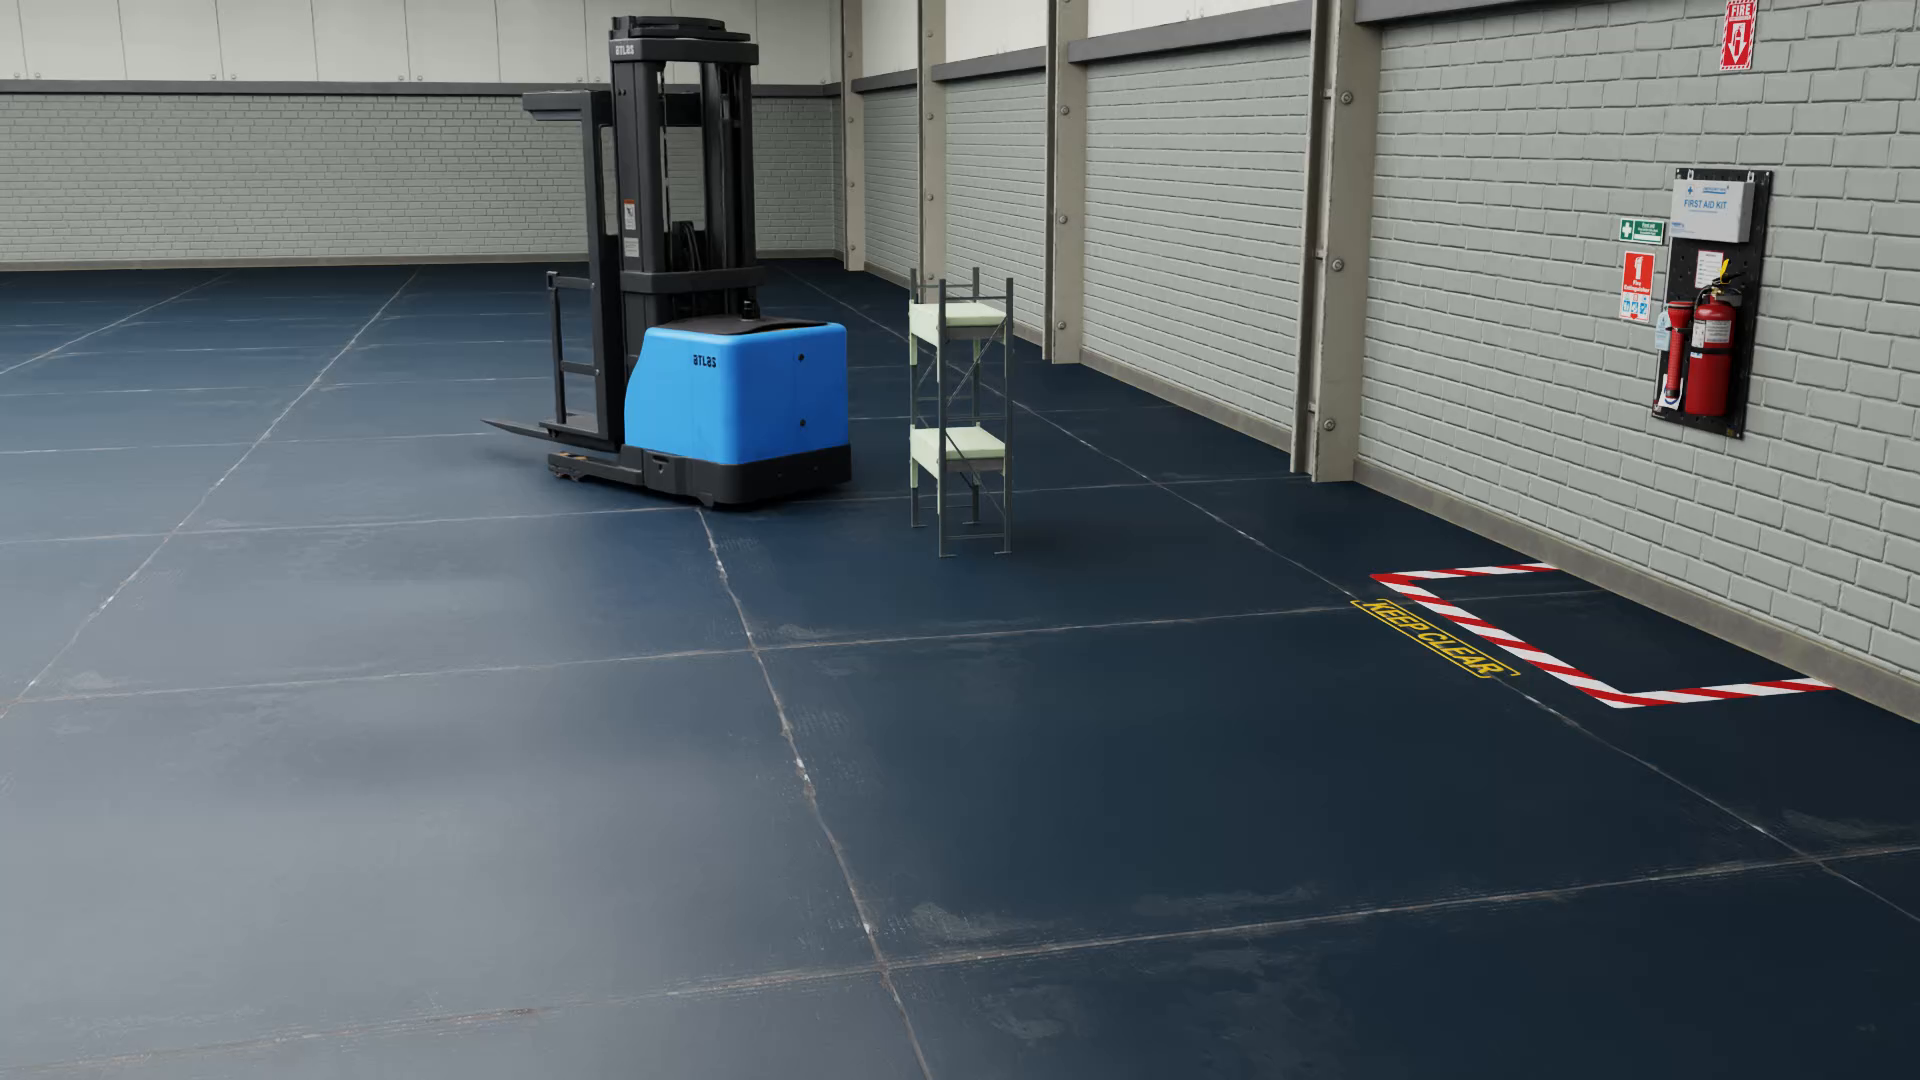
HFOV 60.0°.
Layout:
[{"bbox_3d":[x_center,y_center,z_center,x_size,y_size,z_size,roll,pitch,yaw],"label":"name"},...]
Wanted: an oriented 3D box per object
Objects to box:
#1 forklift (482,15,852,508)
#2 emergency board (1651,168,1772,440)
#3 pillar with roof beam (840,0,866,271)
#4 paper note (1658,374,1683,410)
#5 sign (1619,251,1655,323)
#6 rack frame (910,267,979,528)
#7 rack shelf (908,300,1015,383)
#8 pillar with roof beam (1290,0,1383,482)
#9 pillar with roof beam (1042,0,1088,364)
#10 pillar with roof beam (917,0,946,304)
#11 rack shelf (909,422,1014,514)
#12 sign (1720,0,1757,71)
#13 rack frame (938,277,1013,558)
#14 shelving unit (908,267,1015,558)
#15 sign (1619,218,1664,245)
[{"bbox_3d":[-2.126,-1.894,11.003,3.031,2.935,1.130,12,18,41],"label":"forklift"},{"bbox_3d":[3.314,-1.080,7.527,0.194,1.169,0.643,-3,14,-13],"label":"emergency board"},{"bbox_3d":[-5.964,-8.719,26.153,9.100,9.000,0.400,-3,14,-13],"label":"pillar with roof beam"},{"bbox_3d":[3.339,-0.697,7.815,0.016,0.148,0.142,-3,14,-13],"label":"paper note"},{"bbox_3d":[3.284,-1.231,8.069,0.001,0.329,0.234,-3,14,-13],"label":"sign"},{"bbox_3d":[-0.088,-0.815,9.601,0.400,1.500,0.023,-3,14,-13],"label":"rack frame"},{"bbox_3d":[-0.002,-1.109,9.163,0.431,0.370,0.720,-3,14,-13],"label":"rack shelf"},{"bbox_3d":[-1.737,-4.566,9.157,9.100,9.000,0.400,-3,14,-13],"label":"pillar with roof beam"},{"bbox_3d":[-3.146,-5.950,14.822,9.100,9.000,0.400,-3,14,-13],"label":"pillar with roof beam"},{"bbox_3d":[-4.555,-7.335,20.488,9.100,9.000,0.400,-3,14,-13],"label":"pillar with roof beam"},{"bbox_3d":[-0.002,-0.413,9.333,0.431,0.370,0.720,-3,14,-13],"label":"rack shelf"},{"bbox_3d":[3.409,-2.214,7.283,0.001,0.298,0.199,-3,14,-13],"label":"sign"},{"bbox_3d":[0.084,-0.646,8.910,0.400,1.500,0.023,-3,14,-13],"label":"rack frame"},{"bbox_3d":[-0.002,-0.730,9.255,0.431,1.500,0.755,-3,14,-13],"label":"shelving unit"},{"bbox_3d":[3.277,-1.487,8.000,0.001,0.109,0.331,-3,14,-13],"label":"sign"}]
